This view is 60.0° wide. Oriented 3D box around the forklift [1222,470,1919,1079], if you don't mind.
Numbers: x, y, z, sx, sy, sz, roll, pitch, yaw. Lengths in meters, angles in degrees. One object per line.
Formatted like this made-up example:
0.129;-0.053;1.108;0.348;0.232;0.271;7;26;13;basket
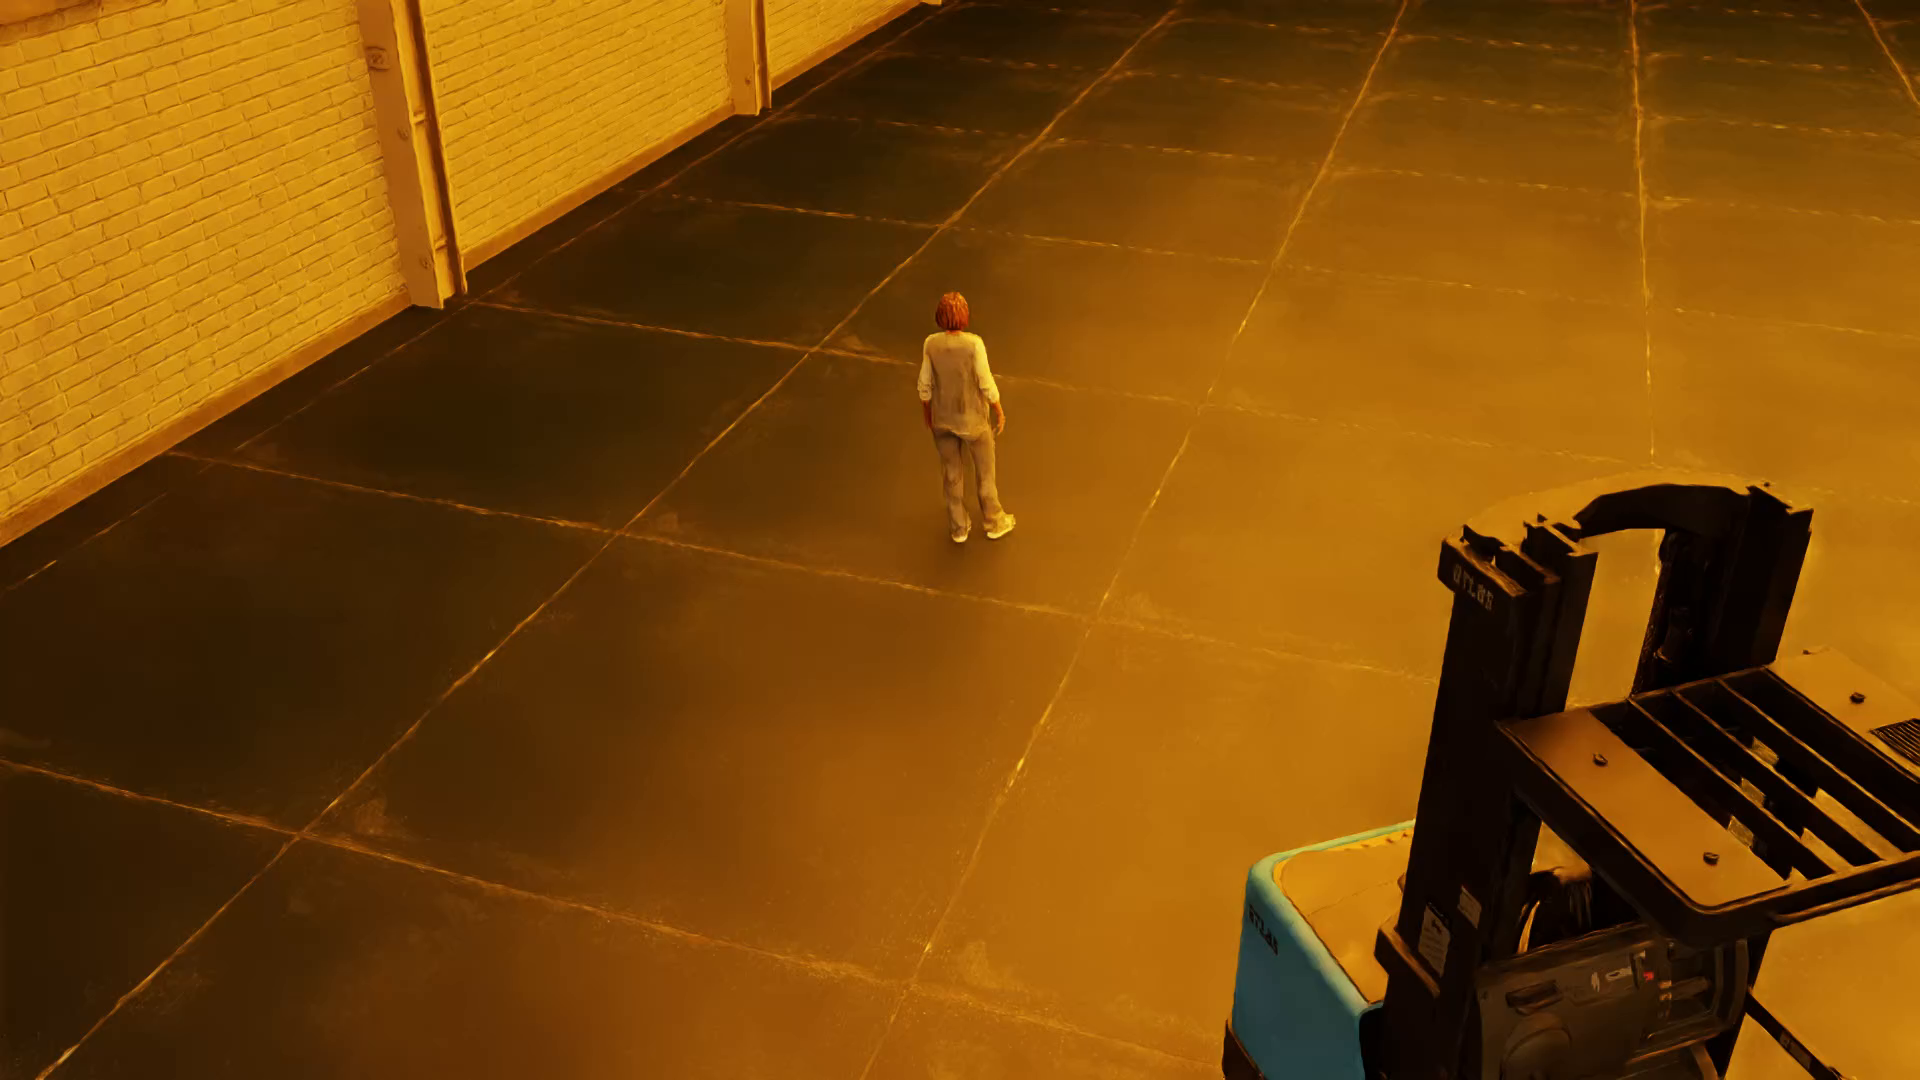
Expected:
1.975;1.409;4.665;1.130;2.935;3.031;-10;31;-17;forklift

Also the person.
0.037;-0.732;9.754;0.521;1.597;0.474;10;31;16;person
